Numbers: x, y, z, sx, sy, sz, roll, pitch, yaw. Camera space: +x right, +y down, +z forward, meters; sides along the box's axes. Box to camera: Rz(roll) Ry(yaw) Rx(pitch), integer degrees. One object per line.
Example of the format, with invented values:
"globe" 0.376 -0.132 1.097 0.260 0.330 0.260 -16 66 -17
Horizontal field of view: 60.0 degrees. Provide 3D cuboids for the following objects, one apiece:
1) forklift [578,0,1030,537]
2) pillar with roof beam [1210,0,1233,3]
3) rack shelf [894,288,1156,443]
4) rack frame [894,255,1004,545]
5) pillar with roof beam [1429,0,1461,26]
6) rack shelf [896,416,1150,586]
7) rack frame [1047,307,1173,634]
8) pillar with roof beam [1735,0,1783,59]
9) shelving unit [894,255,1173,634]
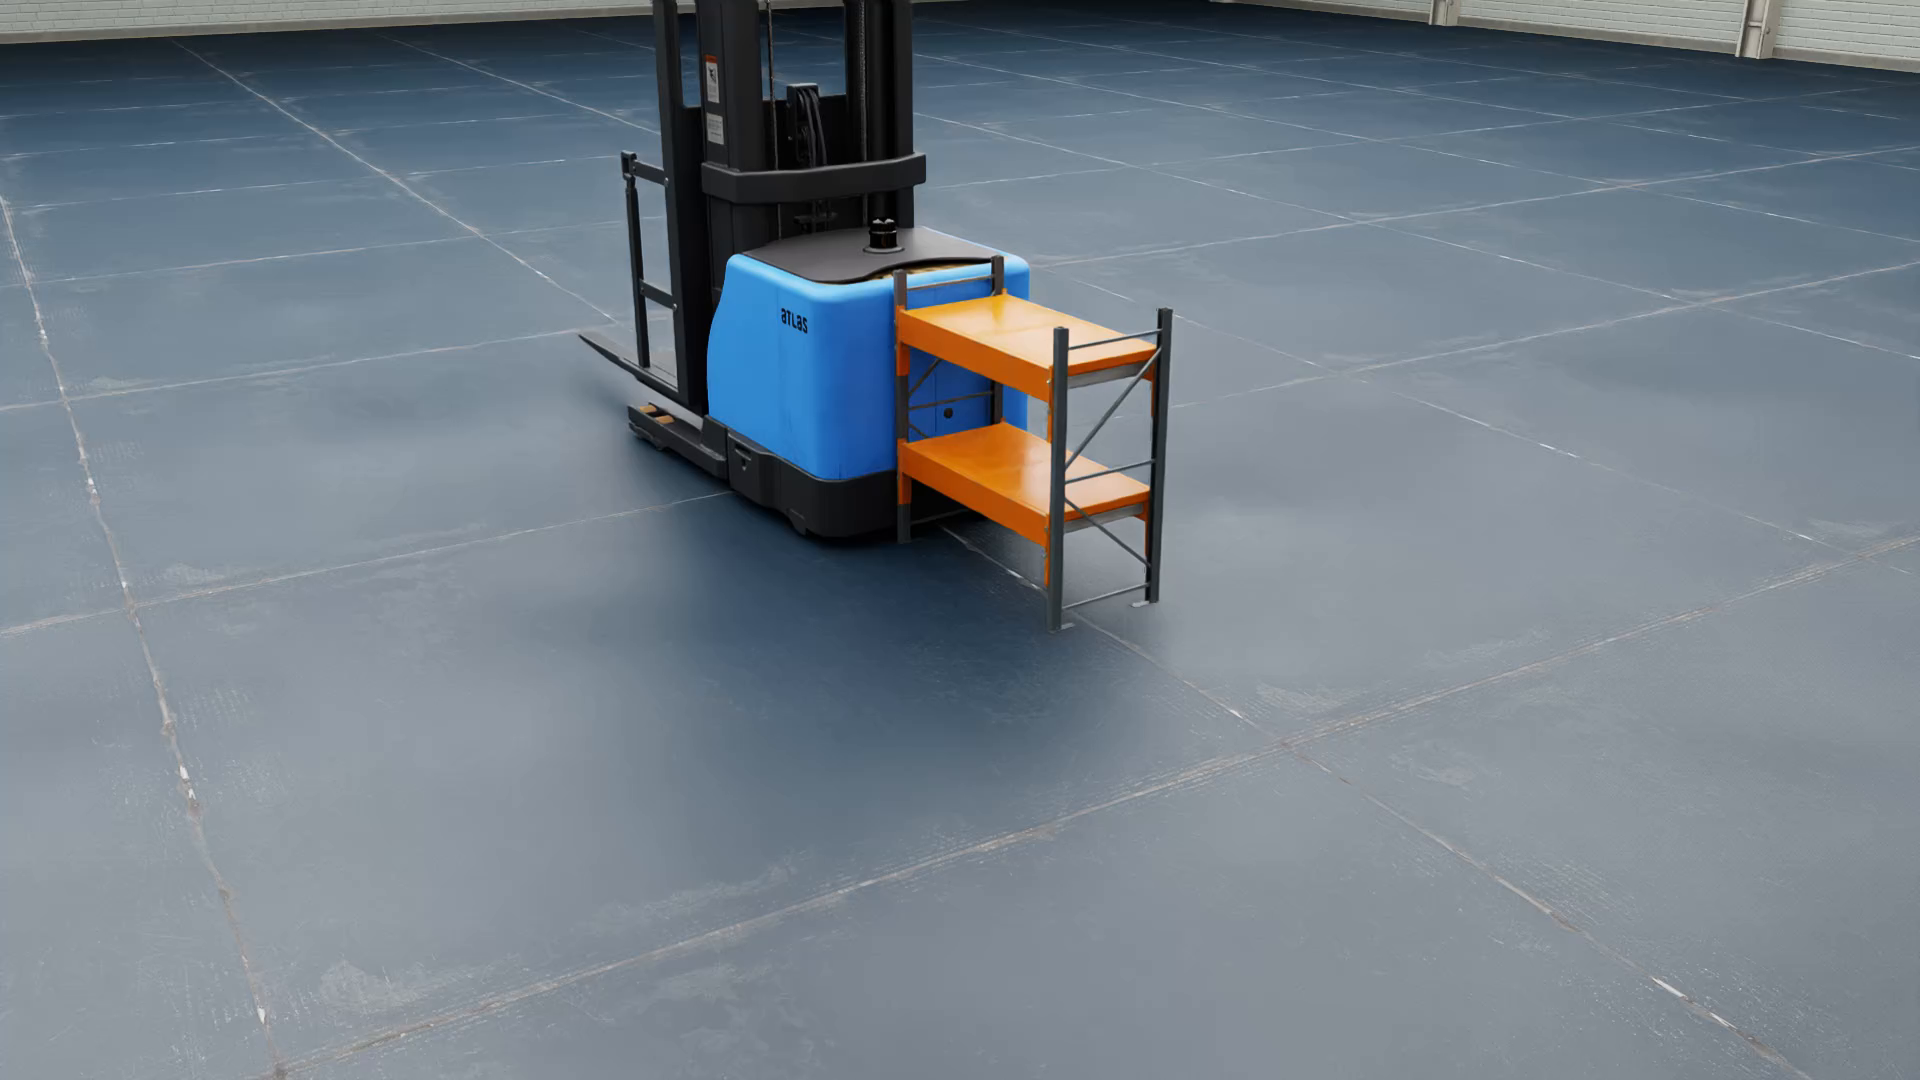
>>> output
"forklift" -0.937 -1.868 7.515 1.130 2.935 3.031 -14 26 -31
"pillar with roof beam" 1.560 -14.154 29.683 9.100 9.000 0.400 -13 25 -28
"rack shelf" 0.245 -0.670 6.188 0.538 0.278 1.000 -14 26 -31
"rack frame" -0.039 -0.557 6.689 0.500 1.125 0.032 -14 26 -31
"pillar with roof beam" 4.625 -12.212 24.905 9.100 9.000 0.400 -13 25 -28
"rack shelf" 0.245 -0.172 6.391 0.538 0.278 1.000 -14 26 -31
"rack frame" 0.529 -0.240 5.908 0.500 1.125 0.032 -14 26 -31
"pillar with roof beam" 7.689 -10.269 20.126 9.100 9.000 0.400 -13 25 -28
"shelving unit" 0.245 -0.399 6.299 0.538 1.125 1.048 -14 26 -31
